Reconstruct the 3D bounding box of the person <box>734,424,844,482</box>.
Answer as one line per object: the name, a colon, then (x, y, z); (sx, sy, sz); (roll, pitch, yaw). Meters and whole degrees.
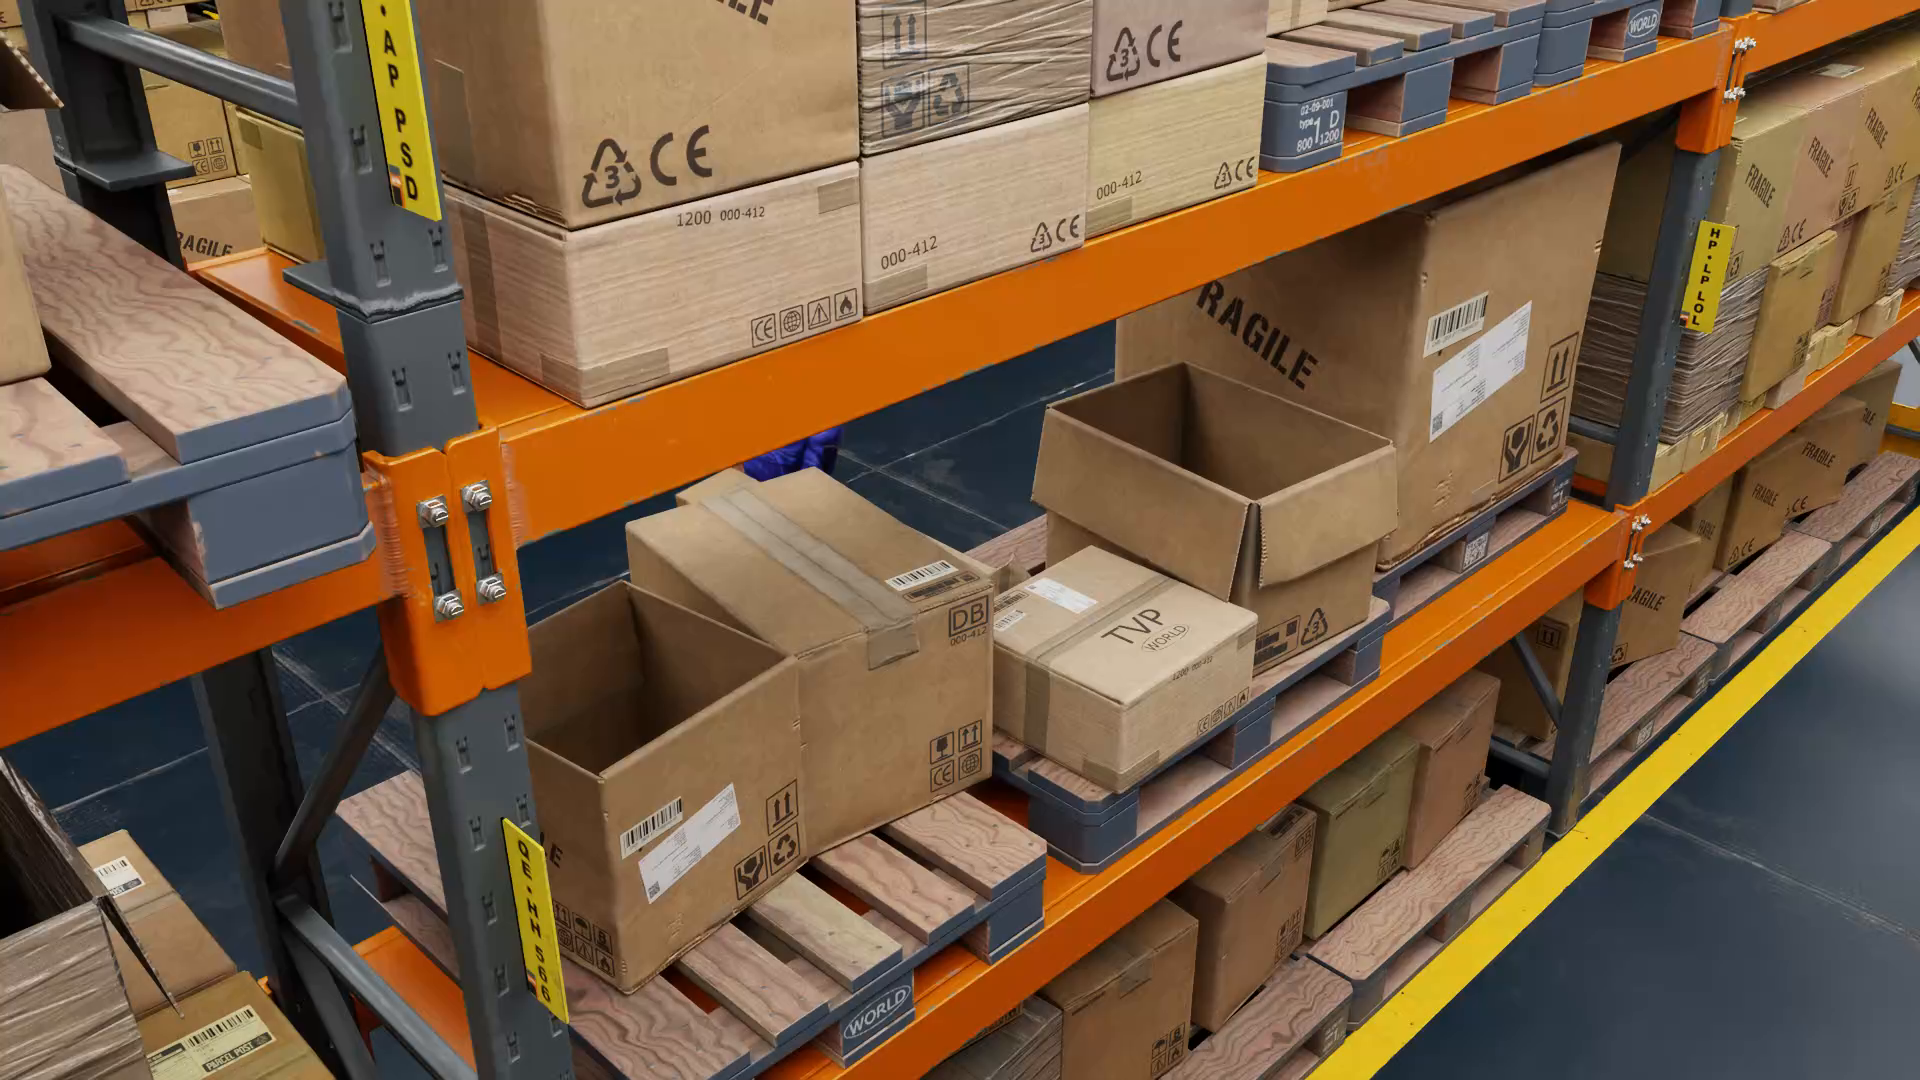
person: (-0.683, 0.029, 6.082); (0.516, 1.648, 0.451); (-25, 36, -38)
